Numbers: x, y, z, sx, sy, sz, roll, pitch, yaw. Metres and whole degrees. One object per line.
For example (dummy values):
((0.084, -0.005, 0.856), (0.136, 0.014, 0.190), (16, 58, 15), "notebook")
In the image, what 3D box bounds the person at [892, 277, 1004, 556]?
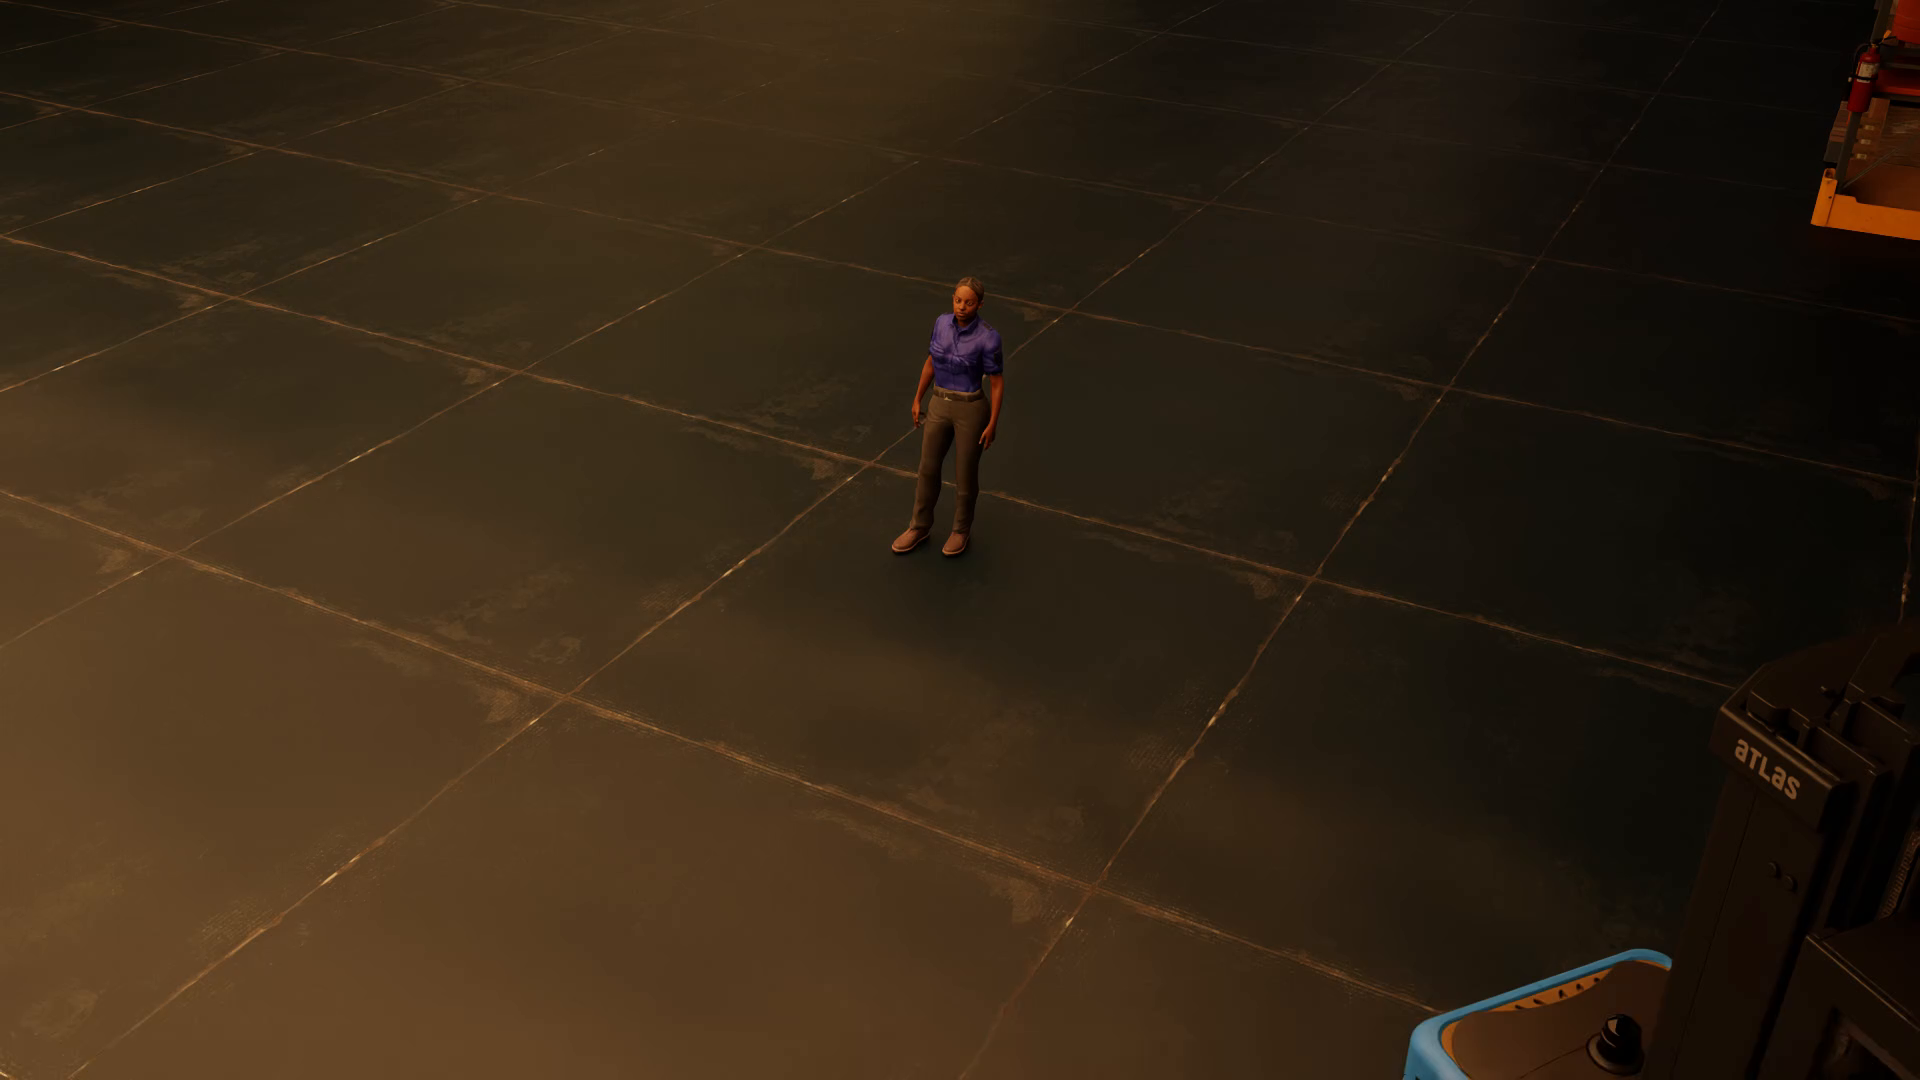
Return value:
((-0.060, -0.689, 9.528), (0.569, 1.654, 0.504), (15, 33, 25), "person")

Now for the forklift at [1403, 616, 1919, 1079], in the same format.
((2.426, 1.773, 3.999), (1.130, 2.935, 3.031), (-12, 32, -19), "forklift")
